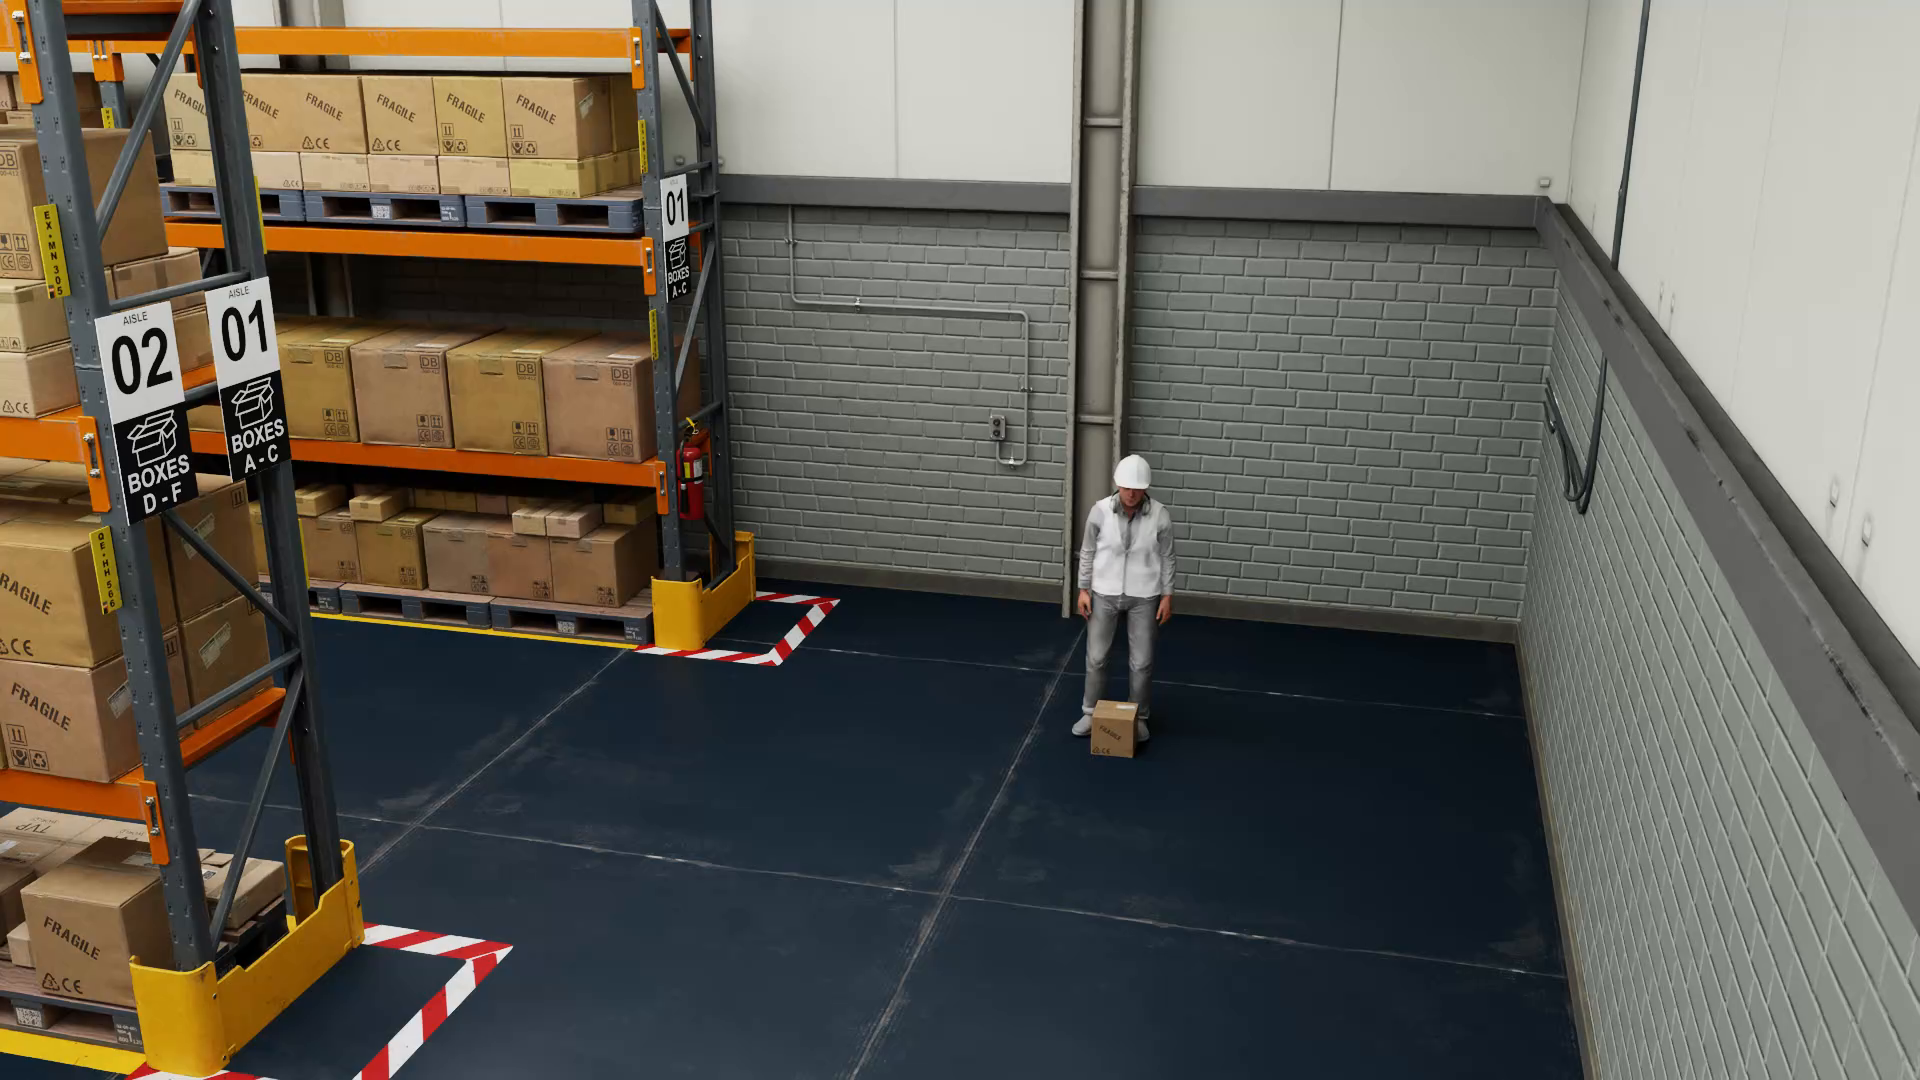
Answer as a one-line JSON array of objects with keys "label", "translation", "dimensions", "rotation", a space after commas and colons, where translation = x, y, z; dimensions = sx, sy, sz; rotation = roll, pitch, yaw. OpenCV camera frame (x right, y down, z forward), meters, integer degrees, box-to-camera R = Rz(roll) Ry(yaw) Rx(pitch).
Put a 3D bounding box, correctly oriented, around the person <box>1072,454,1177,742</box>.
[{"label": "person", "translation": [0.998, 0.333, 9.996], "dimensions": [0.594, 1.772, 0.460], "rotation": [3, 18, 10]}]
